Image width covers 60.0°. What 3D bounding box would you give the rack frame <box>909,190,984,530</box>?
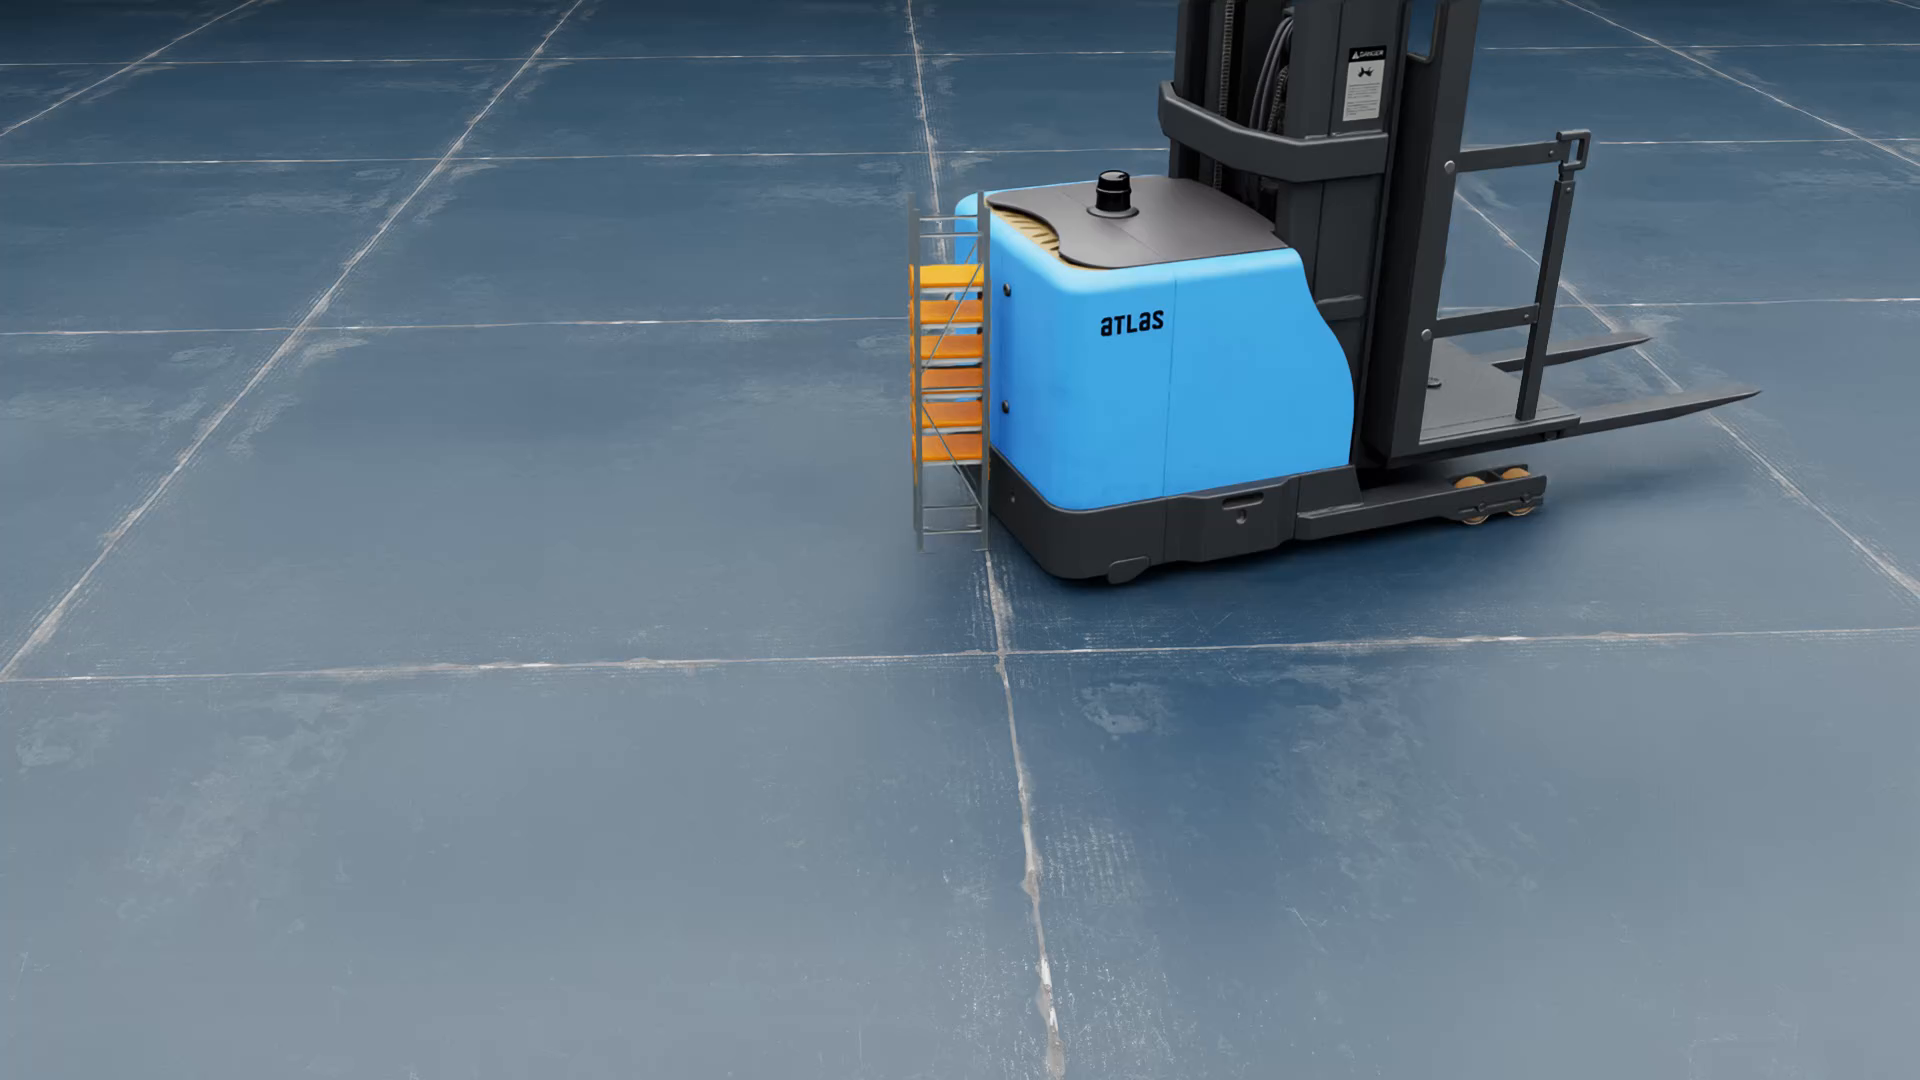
[{"bbox_3d":[-0.043,-0.572,5.550,0.240,1.200,0.006,-3,28,-5],"label":"rack frame"}]

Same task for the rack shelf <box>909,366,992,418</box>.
[{"bbox_3d":[-0.034,-0.491,5.490,0.258,0.103,0.180,-3,28,-5],"label":"rack shelf"}]

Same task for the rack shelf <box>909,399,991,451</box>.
[{"bbox_3d":[-0.034,-0.384,5.545,0.258,0.103,0.180,-3,28,-5],"label":"rack shelf"}]

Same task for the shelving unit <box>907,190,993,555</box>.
[{"bbox_3d":[-0.034,-0.530,5.469,0.258,1.200,0.189,-3,28,-5],"label":"shelving unit"}]

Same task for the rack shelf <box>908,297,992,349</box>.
[{"bbox_3d":[-0.034,-0.704,5.379,0.258,0.103,0.180,-3,28,-5],"label":"rack shelf"}]

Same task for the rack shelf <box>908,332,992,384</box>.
[{"bbox_3d":[-0.034,-0.597,5.434,0.258,0.103,0.180,-3,28,-5],"label":"rack shelf"}]

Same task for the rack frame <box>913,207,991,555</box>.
[{"bbox_3d":[-0.025,-0.488,5.388,0.240,1.200,0.006,-3,28,-5],"label":"rack frame"}]

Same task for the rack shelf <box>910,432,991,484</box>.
[{"bbox_3d":[-0.034,-0.278,5.601,0.258,0.103,0.180,-3,28,-5],"label":"rack shelf"}]

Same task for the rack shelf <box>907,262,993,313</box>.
[{"bbox_3d":[-0.034,-0.810,5.323,0.258,0.103,0.180,-3,28,-5],"label":"rack shelf"}]

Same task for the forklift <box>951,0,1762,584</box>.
[{"bbox_3d":[1.540,-1.570,5.591,3.031,2.935,1.130,-10,29,-18],"label":"forklift"}]
